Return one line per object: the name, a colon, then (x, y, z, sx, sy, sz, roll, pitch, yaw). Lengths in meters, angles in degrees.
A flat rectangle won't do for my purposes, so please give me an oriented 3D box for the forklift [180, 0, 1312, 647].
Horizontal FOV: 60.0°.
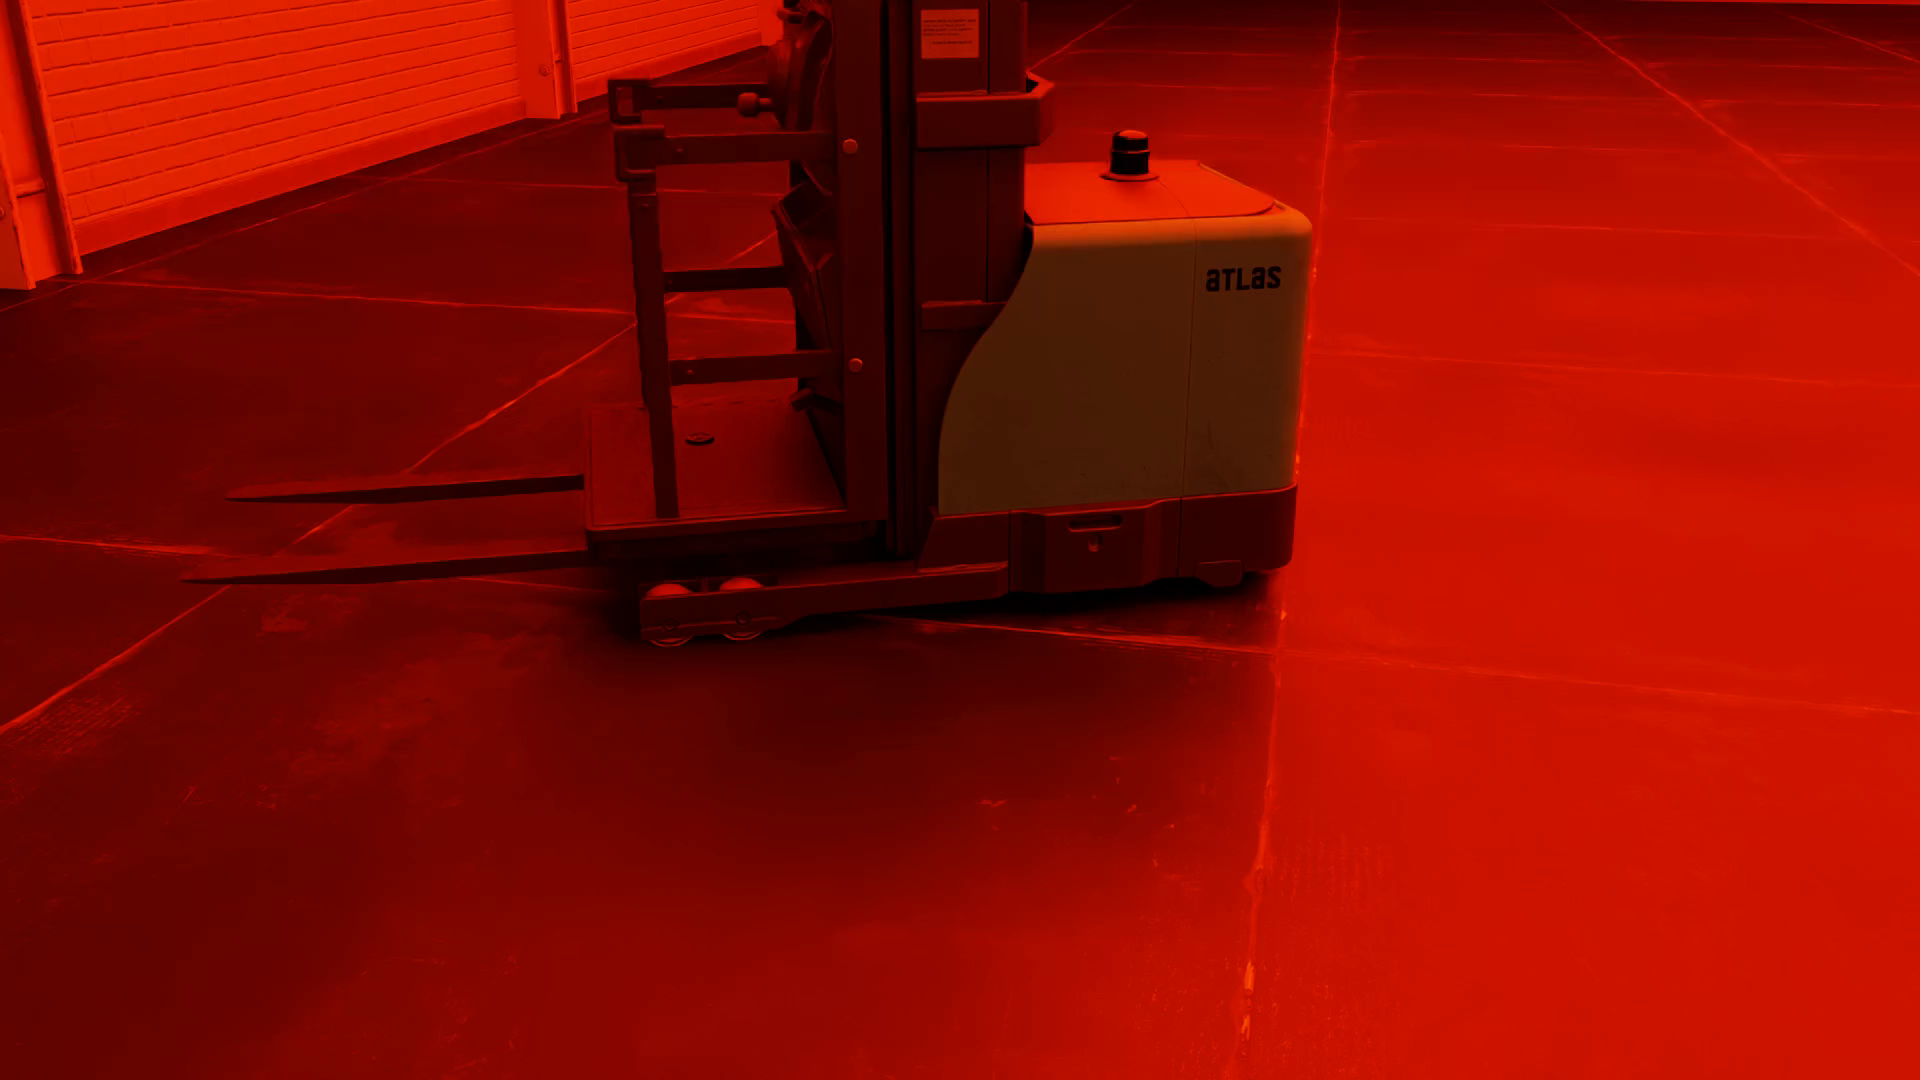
forklift: (-0.608, -1.288, 4.426, 3.031, 2.935, 1.130, -5, 23, -11)
